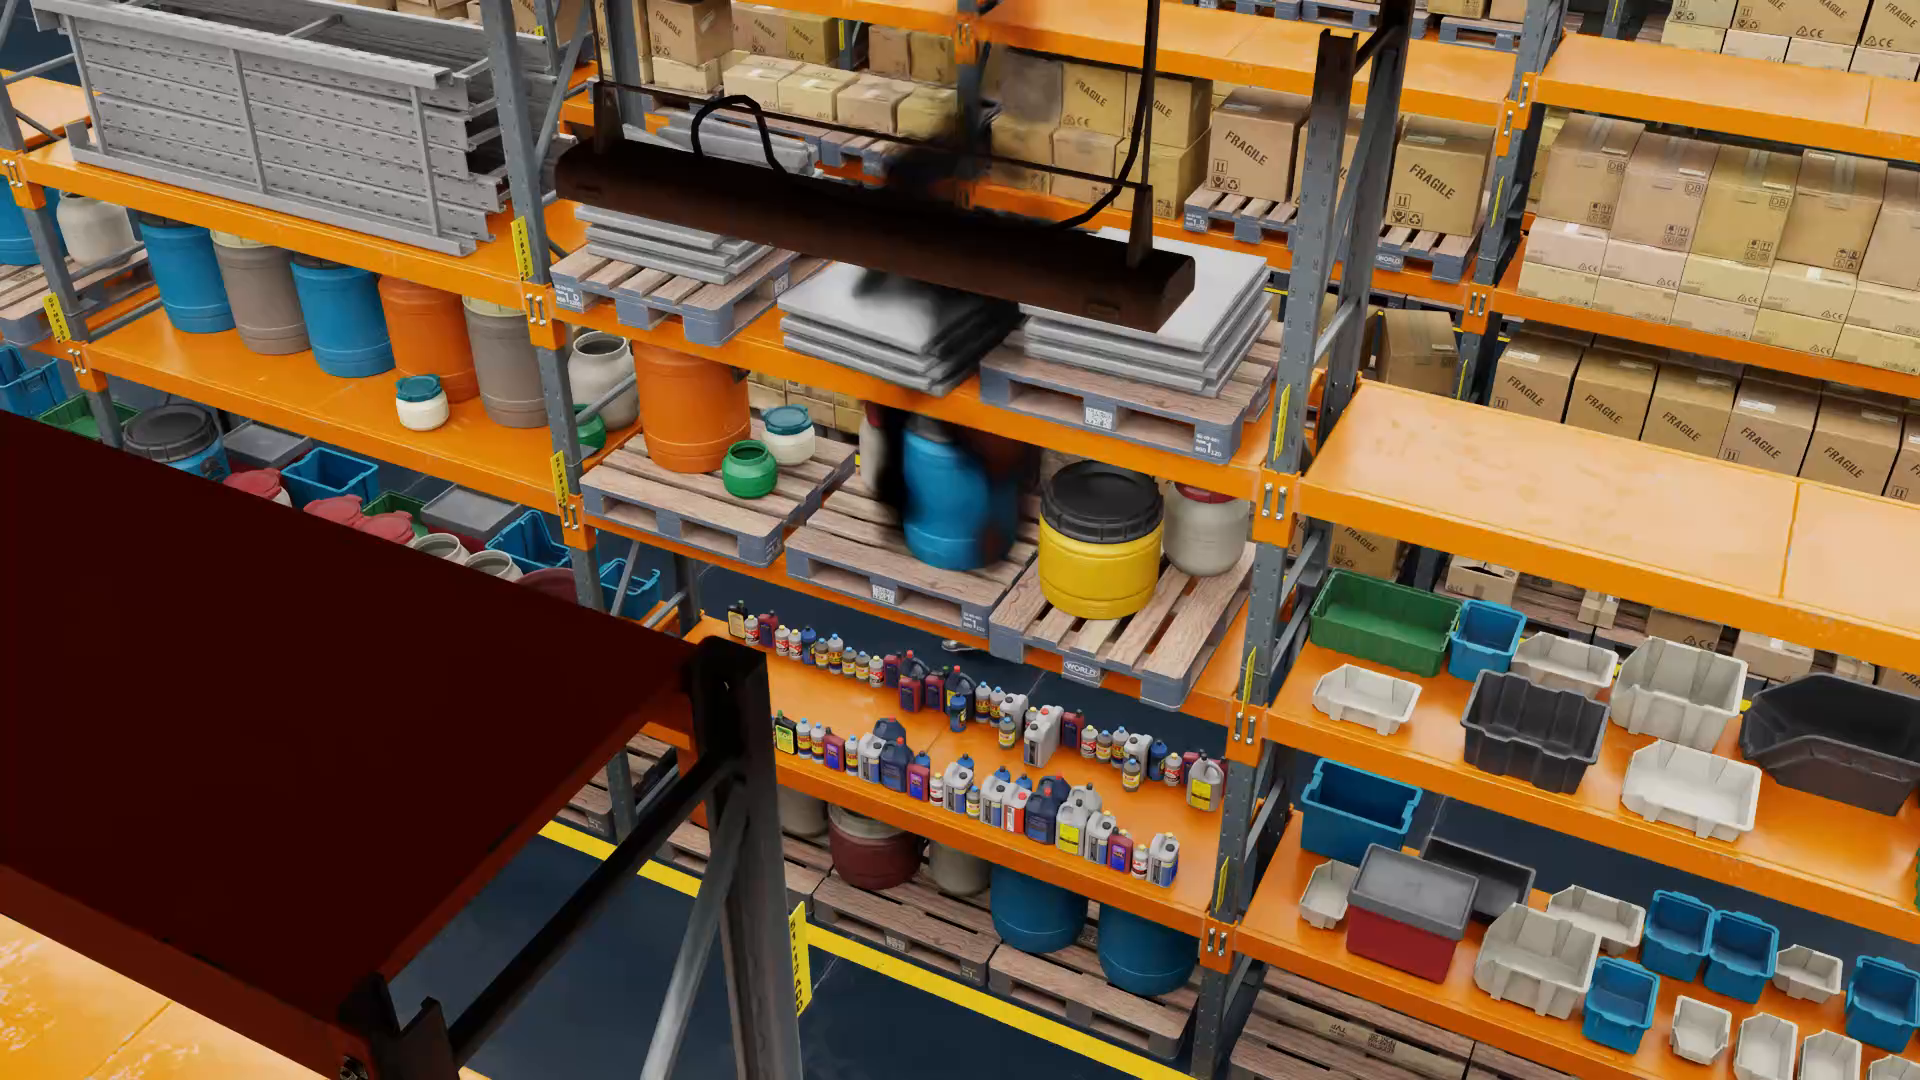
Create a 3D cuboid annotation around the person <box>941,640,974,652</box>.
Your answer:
[{"bbox_3d":[0.246,0.218,12.199,0.809,1.589,0.525,8,36,11],"label":"person"}]
